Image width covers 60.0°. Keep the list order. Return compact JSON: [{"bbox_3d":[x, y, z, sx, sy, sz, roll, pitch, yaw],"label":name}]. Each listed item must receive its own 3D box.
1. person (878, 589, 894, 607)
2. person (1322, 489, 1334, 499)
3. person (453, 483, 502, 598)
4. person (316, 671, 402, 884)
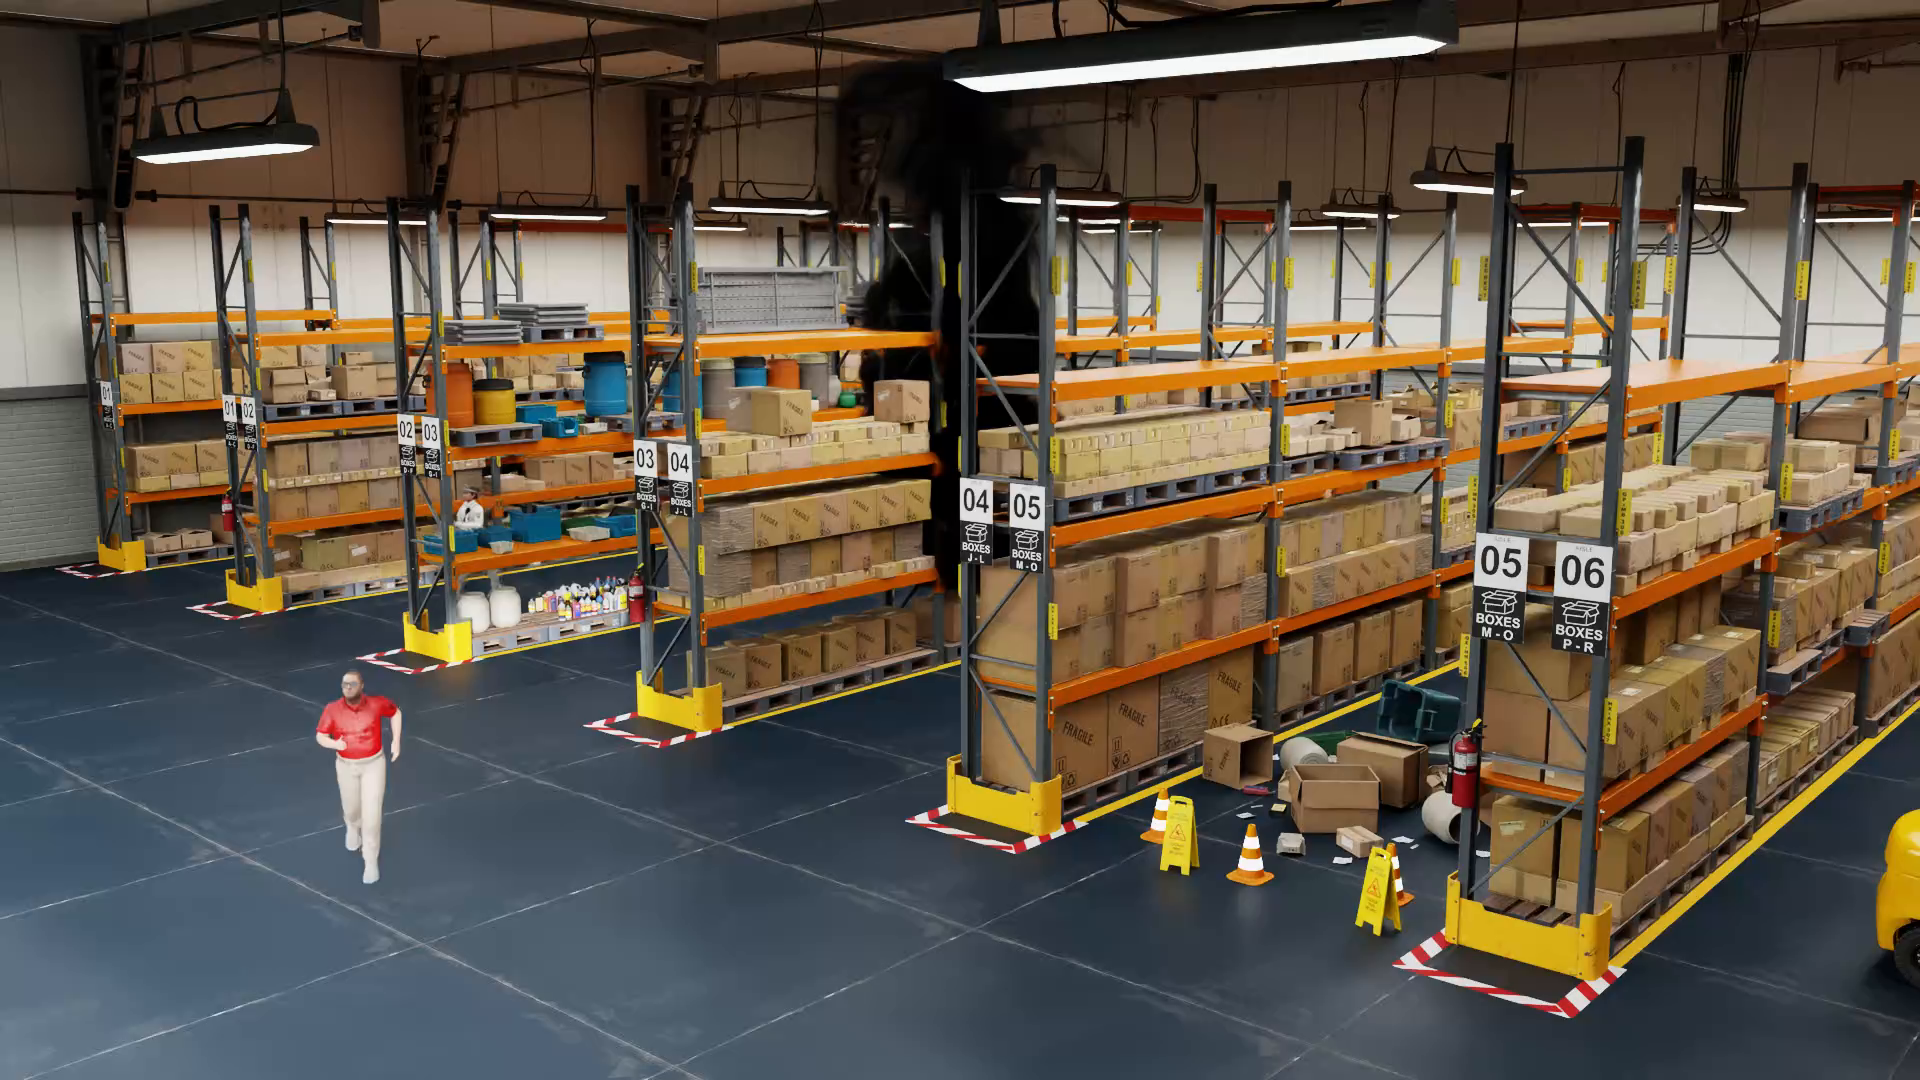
[{"bbox_3d":[-1.082,0.175,23.156,0.665,1.759,0.576,5,11,30],"label":"person"},{"bbox_3d":[5.885,-0.070,26.776,0.584,1.632,0.545,8,12,38],"label":"person"},{"bbox_3d":[-7.118,0.030,24.174,0.611,1.731,0.857,7,12,37],"label":"person"},{"bbox_3d":[-5.148,1.967,14.310,0.671,1.769,0.964,-2,10,-12],"label":"person"}]
